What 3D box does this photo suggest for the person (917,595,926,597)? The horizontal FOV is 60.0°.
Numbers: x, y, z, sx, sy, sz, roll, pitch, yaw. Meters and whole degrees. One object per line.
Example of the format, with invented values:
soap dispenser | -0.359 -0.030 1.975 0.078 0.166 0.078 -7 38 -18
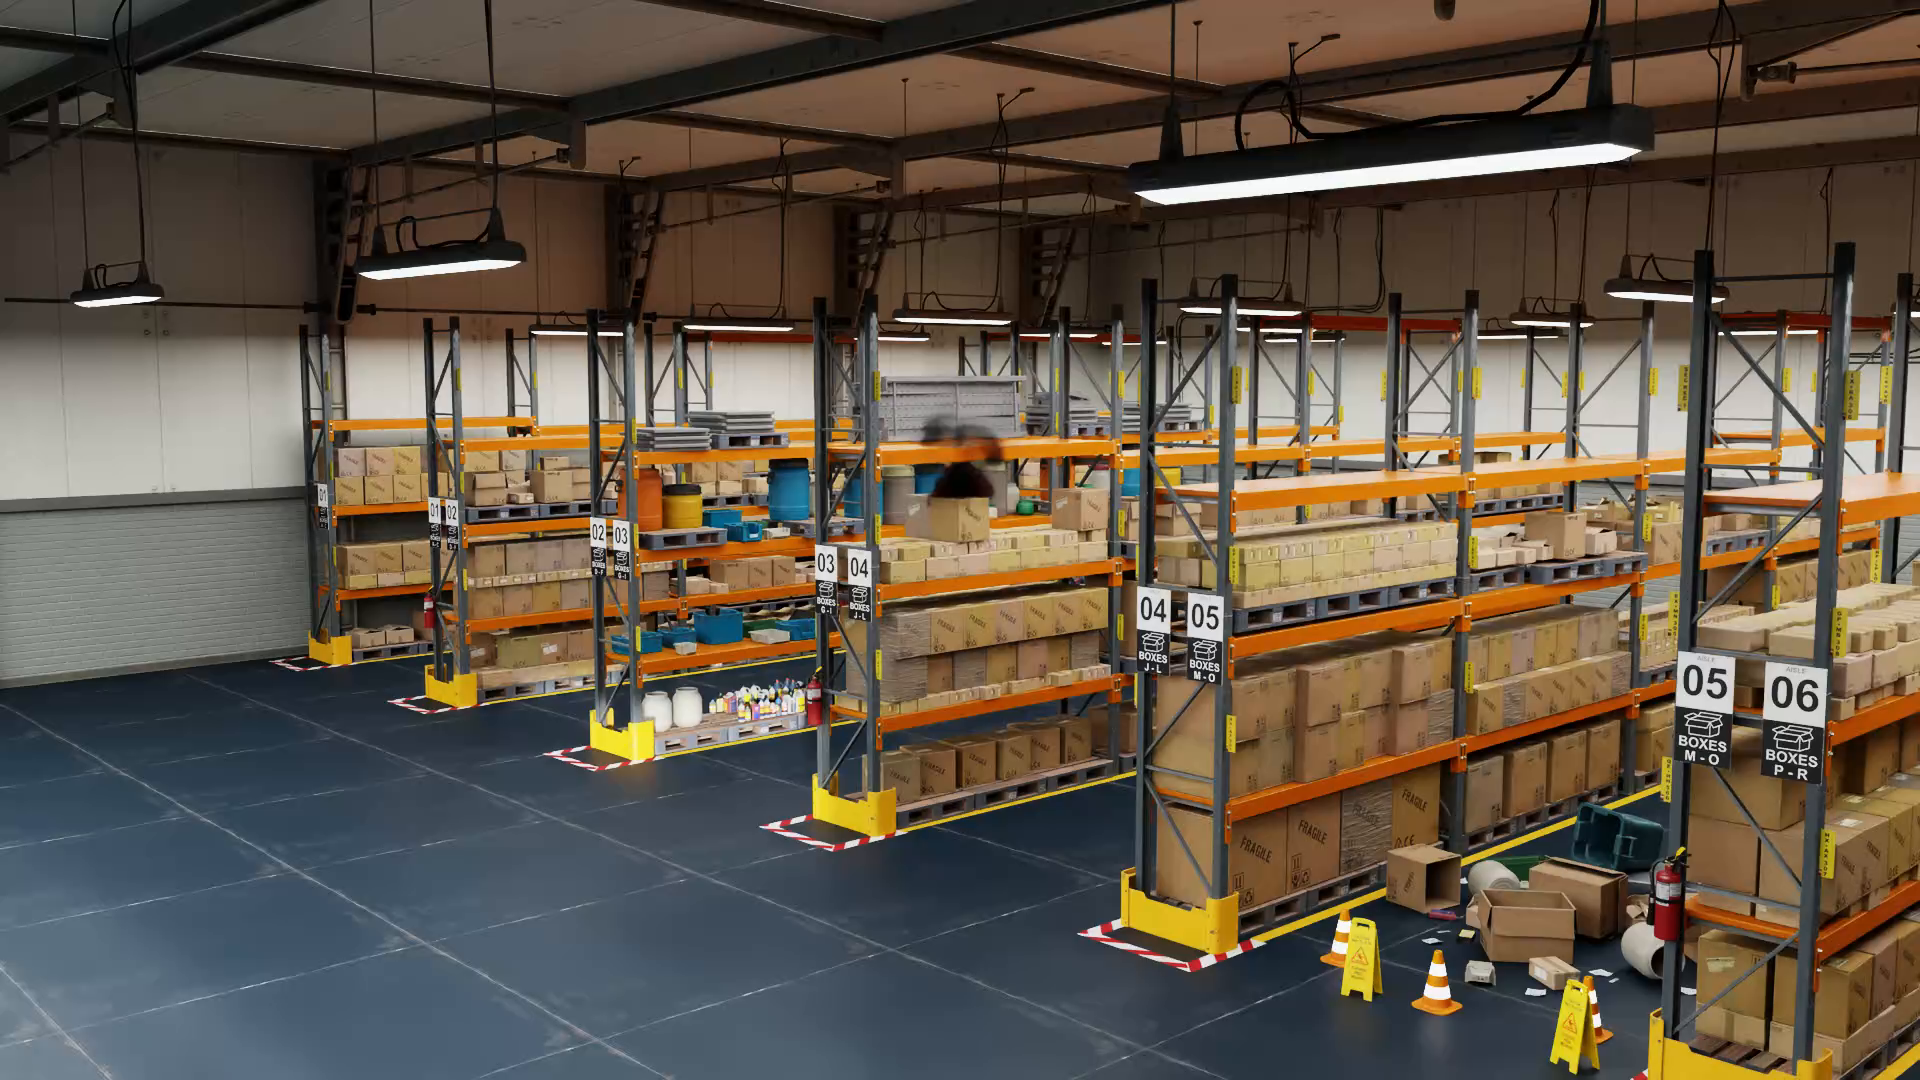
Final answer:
person | -0.786 1.435 28.163 0.648 1.749 0.659 -6 8 -44
